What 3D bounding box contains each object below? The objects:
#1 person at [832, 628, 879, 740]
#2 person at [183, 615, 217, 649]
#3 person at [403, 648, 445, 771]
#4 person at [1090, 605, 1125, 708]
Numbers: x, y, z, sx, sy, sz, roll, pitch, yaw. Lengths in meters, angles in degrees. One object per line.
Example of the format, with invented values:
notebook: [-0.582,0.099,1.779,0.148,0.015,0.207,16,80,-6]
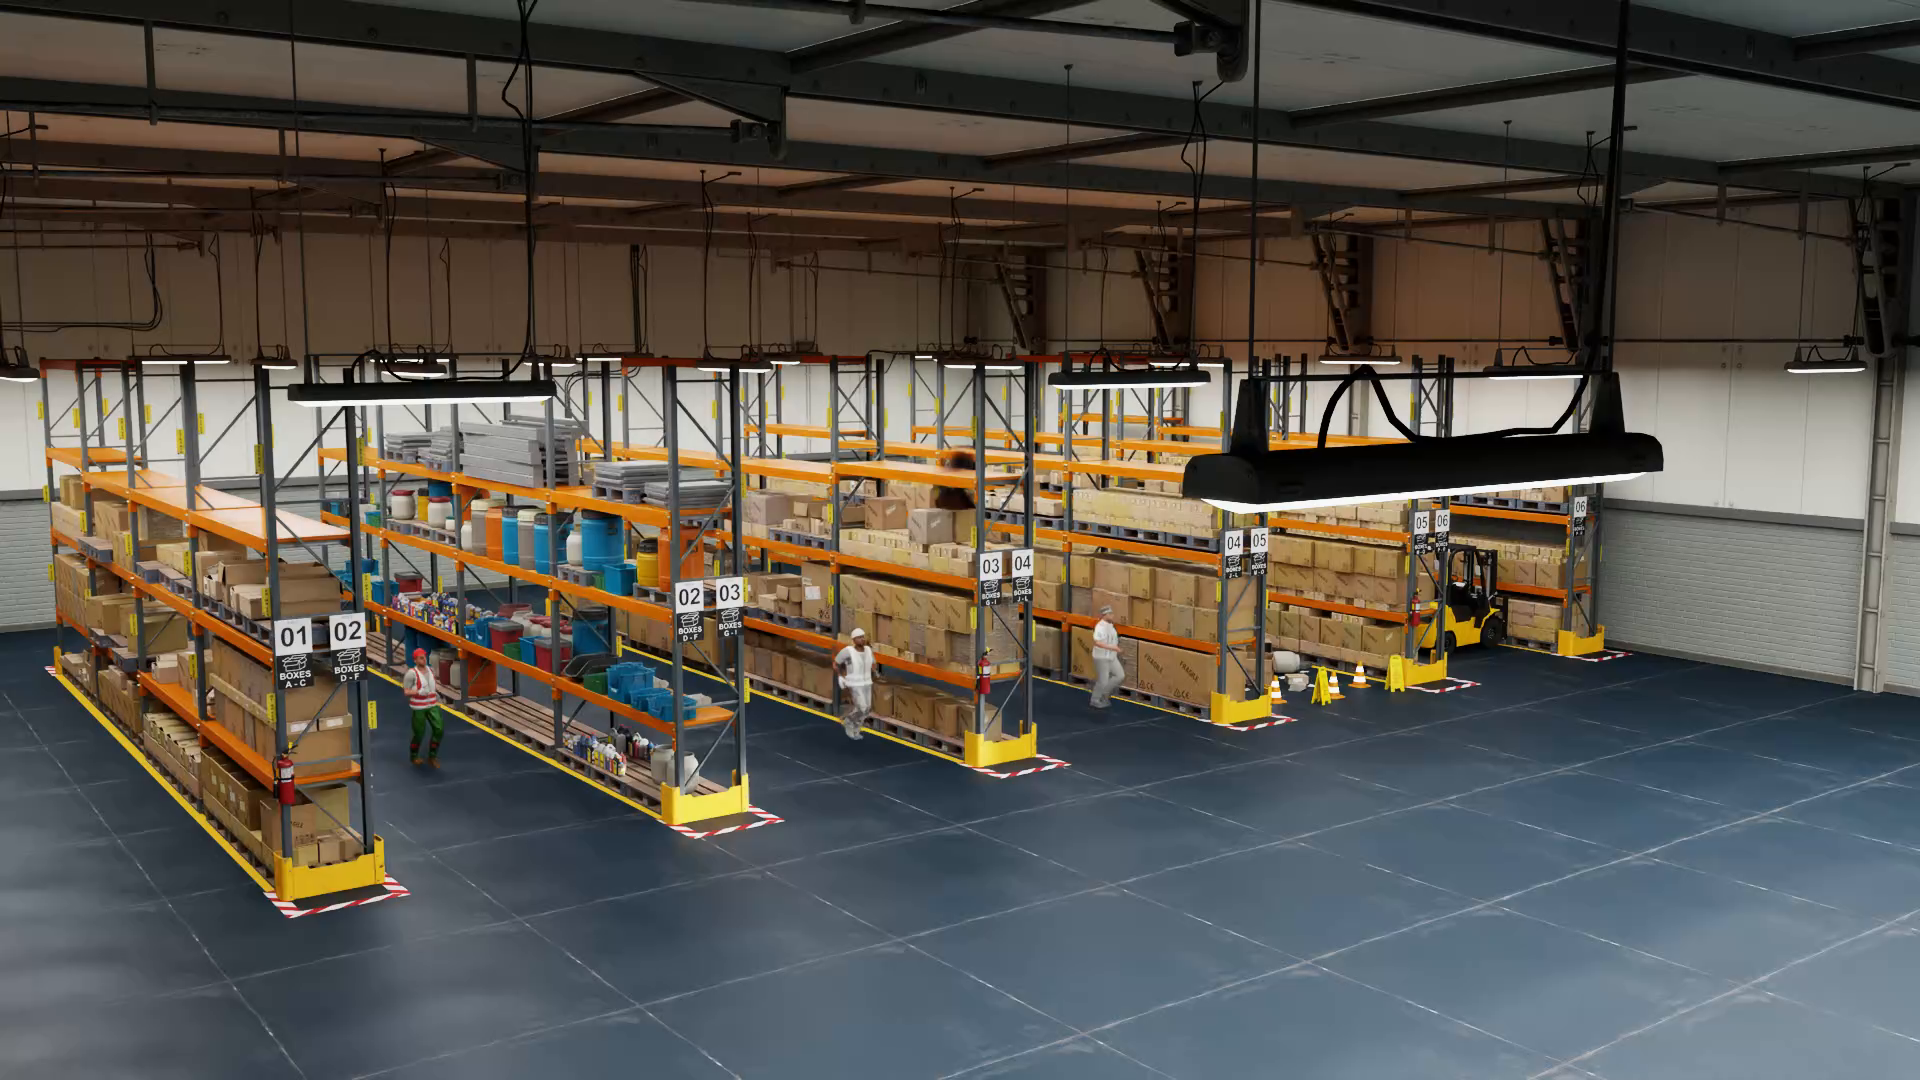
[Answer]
person: [-1.512,2.220,25.384,0.681,1.739,0.624,-6,9,-41]
person: [-14.864,1.640,32.505,0.558,1.614,0.651,5,8,35]
person: [-7.897,2.503,24.541,0.705,1.824,0.632,6,9,42]
person: [2.465,1.952,27.699,0.643,1.769,0.662,4,8,31]
